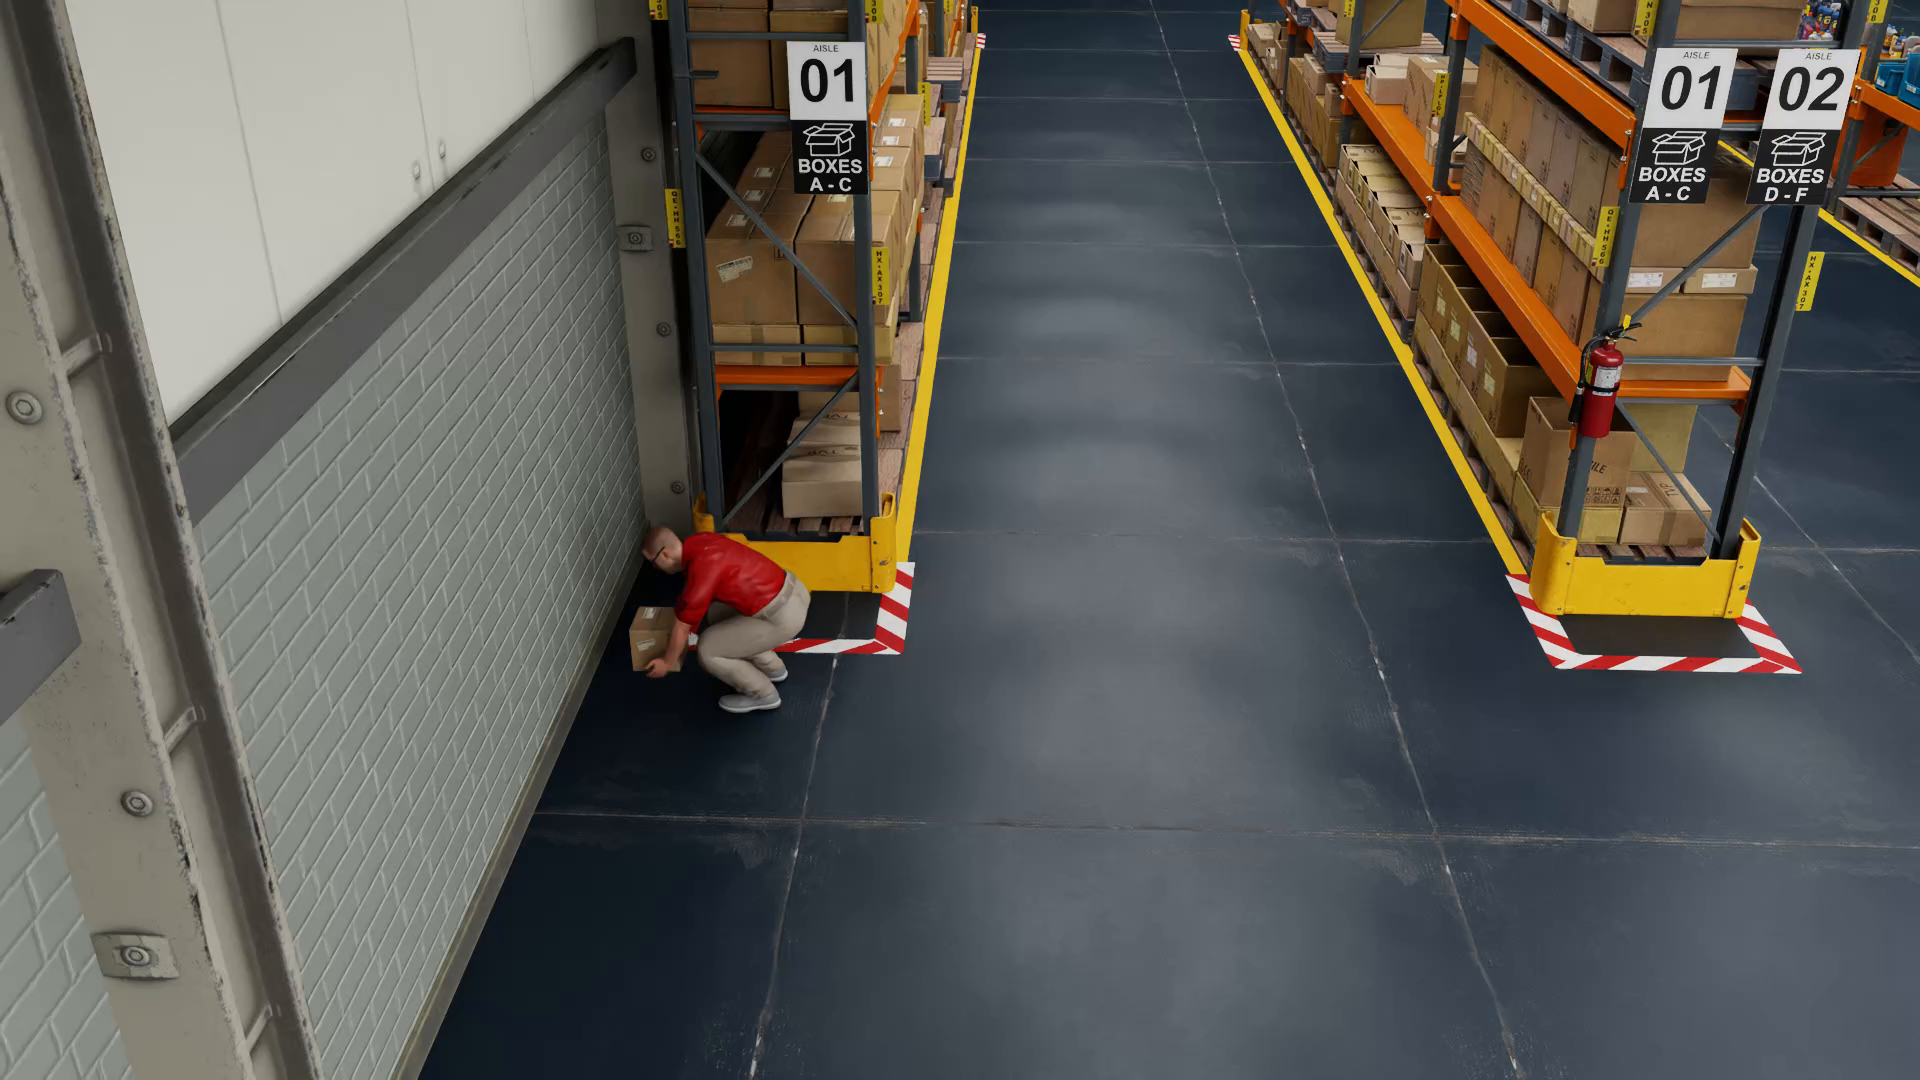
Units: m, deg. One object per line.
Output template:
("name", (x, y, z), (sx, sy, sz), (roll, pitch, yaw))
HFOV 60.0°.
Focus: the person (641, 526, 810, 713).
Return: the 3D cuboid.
("person", (-1.226, 0.380, 8.675), (0.869, 1.029, 0.571), (1, 28, 2))
